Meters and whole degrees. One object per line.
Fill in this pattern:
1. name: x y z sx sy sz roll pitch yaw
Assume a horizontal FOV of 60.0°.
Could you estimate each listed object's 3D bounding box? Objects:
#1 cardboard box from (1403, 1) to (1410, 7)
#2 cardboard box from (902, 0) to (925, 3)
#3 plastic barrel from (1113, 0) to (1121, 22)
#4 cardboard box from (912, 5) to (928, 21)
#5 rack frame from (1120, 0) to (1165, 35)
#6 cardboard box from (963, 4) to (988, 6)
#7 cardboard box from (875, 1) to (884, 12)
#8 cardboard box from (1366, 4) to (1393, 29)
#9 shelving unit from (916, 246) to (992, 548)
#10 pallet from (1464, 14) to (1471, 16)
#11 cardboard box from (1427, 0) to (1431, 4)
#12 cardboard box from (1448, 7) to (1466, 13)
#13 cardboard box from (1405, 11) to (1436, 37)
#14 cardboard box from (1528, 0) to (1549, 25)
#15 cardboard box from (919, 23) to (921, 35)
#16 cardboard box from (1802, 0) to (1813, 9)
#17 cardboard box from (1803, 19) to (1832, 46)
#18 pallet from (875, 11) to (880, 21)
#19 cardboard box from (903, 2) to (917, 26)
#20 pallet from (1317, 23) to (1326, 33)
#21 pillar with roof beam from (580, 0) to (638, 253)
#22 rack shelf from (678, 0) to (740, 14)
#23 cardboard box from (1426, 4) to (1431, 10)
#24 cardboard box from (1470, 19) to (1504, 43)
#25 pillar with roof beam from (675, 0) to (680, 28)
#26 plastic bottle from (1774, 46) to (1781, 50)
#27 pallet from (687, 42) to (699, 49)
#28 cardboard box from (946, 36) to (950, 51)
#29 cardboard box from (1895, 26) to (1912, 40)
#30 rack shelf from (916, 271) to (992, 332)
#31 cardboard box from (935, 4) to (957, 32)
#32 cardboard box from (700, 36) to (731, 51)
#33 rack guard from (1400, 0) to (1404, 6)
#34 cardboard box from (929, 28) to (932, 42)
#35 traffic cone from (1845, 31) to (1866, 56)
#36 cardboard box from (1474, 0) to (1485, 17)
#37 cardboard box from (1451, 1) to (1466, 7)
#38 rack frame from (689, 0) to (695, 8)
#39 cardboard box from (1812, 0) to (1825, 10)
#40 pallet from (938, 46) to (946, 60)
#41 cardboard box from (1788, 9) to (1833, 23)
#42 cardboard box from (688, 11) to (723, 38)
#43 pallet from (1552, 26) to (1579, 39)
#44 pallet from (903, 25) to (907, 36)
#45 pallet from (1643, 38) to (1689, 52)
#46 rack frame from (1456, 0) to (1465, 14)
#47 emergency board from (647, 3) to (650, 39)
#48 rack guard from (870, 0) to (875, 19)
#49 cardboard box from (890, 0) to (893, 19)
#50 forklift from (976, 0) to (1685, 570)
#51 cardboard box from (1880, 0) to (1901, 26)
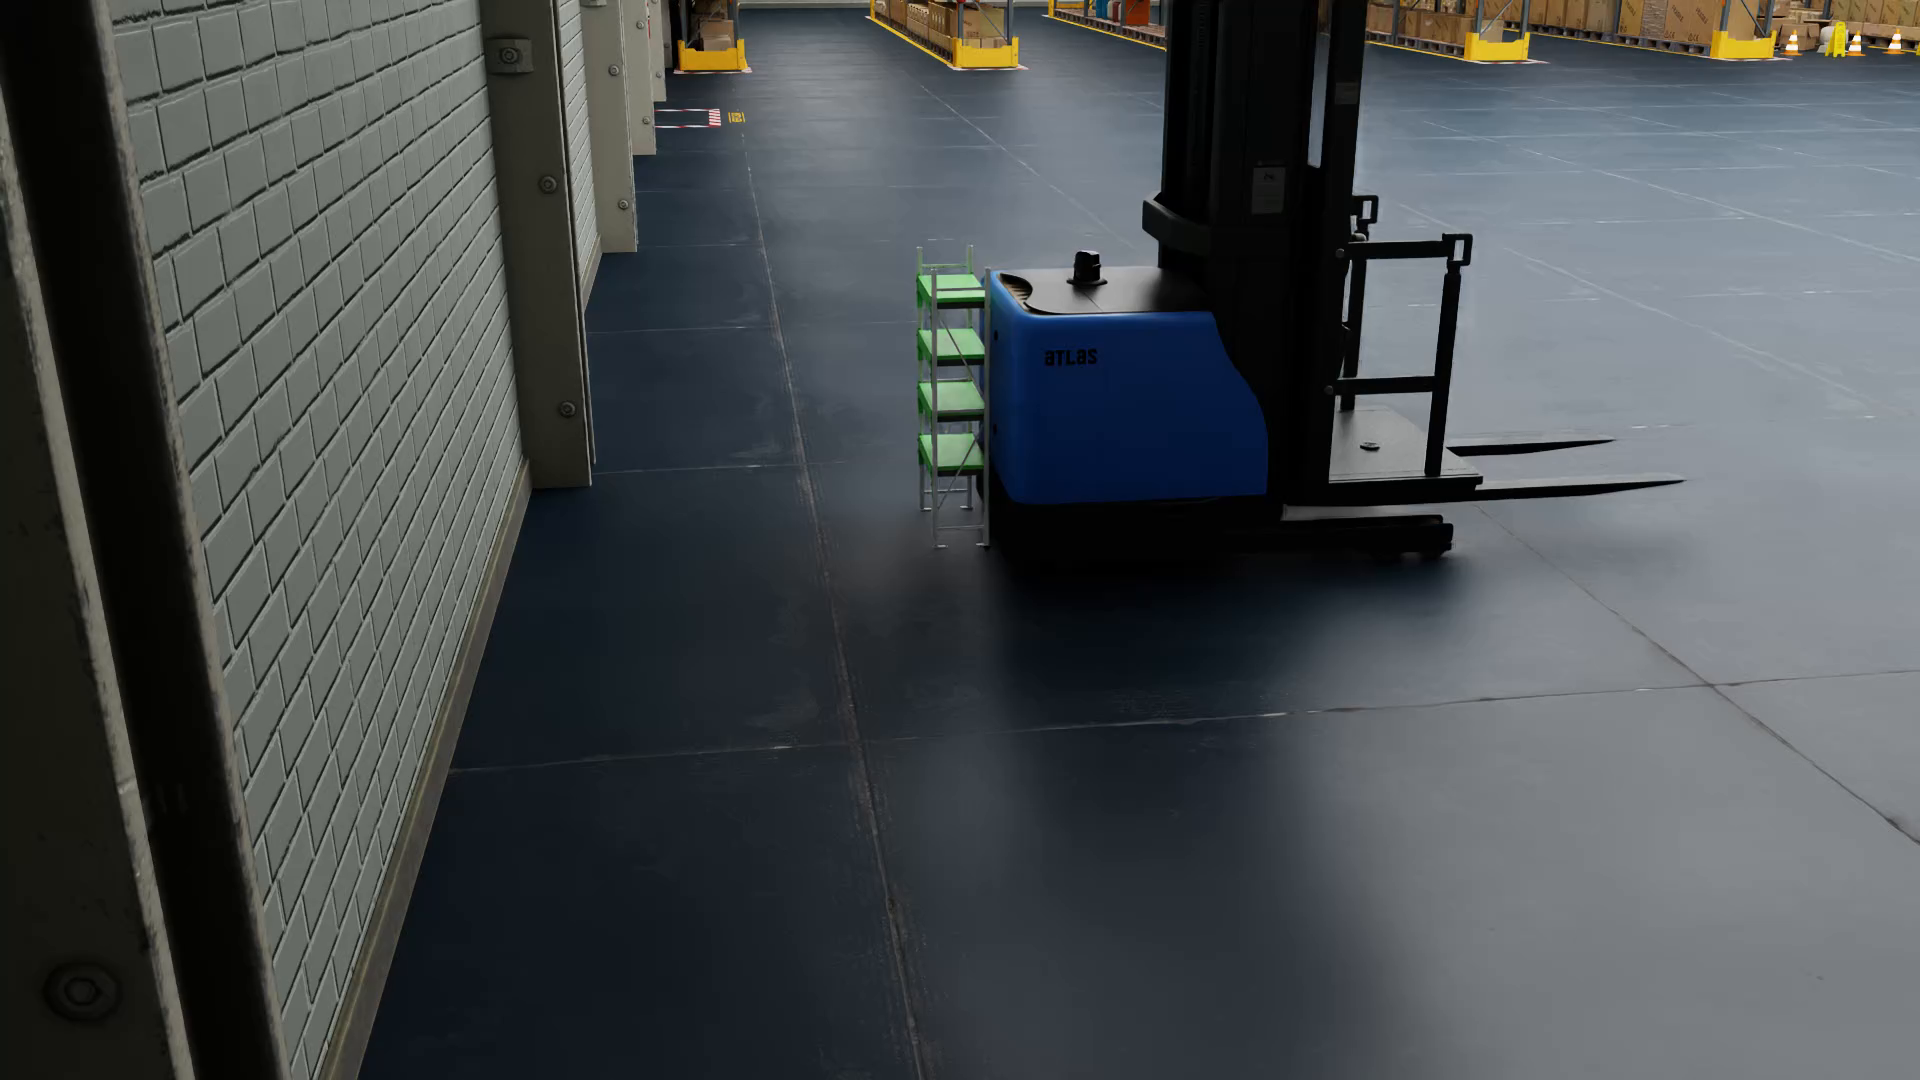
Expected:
1. cardboard box: 12.641 -15.001 46.568 0.380 0.149 0.250 -2 21 -7
2. cardboard box: -1.070 -12.572 38.461 0.500 0.250 0.500 -2 21 -6
3. plastic barrel: 3.961 -12.729 39.857 0.600 0.588 0.708 -3 21 -8
4. cardboard box: -0.751 -11.471 36.171 0.500 0.311 0.500 -3 21 -9
5. rack frame: 4.211 -13.103 38.011 1.000 3.000 0.127 -3 21 -8
6. cardboard box: 0.305 -10.233 32.585 0.500 0.500 0.500 -3 21 -8
7. cardboard box: -1.974 -14.166 44.160 0.500 0.250 0.500 -3 21 -8
8. cardboard box: 9.410 -11.769 37.385 0.700 0.500 0.500 -1 21 -3
9. shelving unit: -0.031 -0.619 7.159 0.258 1.200 0.503 -3 21 -8
10. pallet: 13.572 -13.377 42.730 1.003 0.211 1.213 -3 21 -8
11. cardboard box: 12.952 -14.693 45.317 0.380 0.149 0.250 -2 21 -5
12. cardboard box: 13.065 -13.933 43.707 0.380 0.149 0.250 -3 21 -7
13. cardboard box: 9.707 -10.853 34.959 0.500 0.500 0.500 -4 21 -9
14. cardboard box: 14.034 -12.495 38.999 1.050 0.750 0.750 -3 21 -8
15. cardboard box: -0.606 -10.859 35.334 0.500 0.250 0.500 -2 21 -7
16. cardboard box: 23.392 -14.667 45.441 0.500 0.311 0.500 -2 21 -6
17. cardboard box: 18.303 -10.858 35.570 0.500 0.500 0.500 12 24 30
18. pallet: -1.717 -14.015 44.440 1.003 0.211 1.213 -3 21 -8
19. cardboard box: -1.058 -12.201 38.541 0.500 0.500 0.500 -2 21 -6
20. pallet: 9.073 -12.323 39.909 1.003 0.211 1.213 -3 21 -8
21. pillar with roof beam: 1.459 -6.827 12.635 9.100 9.000 0.400 -3 21 -8
22. rack shelf: -4.728 -10.189 31.237 1.077 0.370 4.000 -3 21 -8
23. cardboard box: 12.877 -14.466 45.136 0.380 0.149 0.250 -3 21 -8
24. cardboard box: 10.192 -9.826 32.209 0.500 0.500 0.500 1 20 2
25. pillar with roof beam: -2.866 -17.214 40.445 9.100 9.000 0.400 -3 21 -8
26. plastic bottle: 16.766 -10.150 34.305 0.133 0.061 0.283 -11 23 -26
27. pallet: -4.884 -9.681 32.835 1.003 0.211 1.213 -3 21 -8
28. cardboard box: 0.009 -9.336 31.256 0.500 0.250 0.500 -3 21 -8
29. cardboard box: 19.622 -10.437 34.204 0.500 0.250 0.500 -3 21 -8
30. rack shelf: -0.031 -1.009 7.013 0.258 0.148 0.480 -3 21 -8
31. cardboard box: -0.213 -10.207 32.515 0.500 0.500 0.500 -3 21 -8
32. cardboard box: -4.450 -9.024 30.304 0.500 0.311 0.500 -5 21 -14
33. rack guard: 12.893 -15.140 47.039 1.175 0.500 0.348 -3 21 -8
34. cardboard box: -0.348 -10.202 33.574 0.500 0.250 0.500 -3 21 -8
35. traffic cone: 17.684 -9.804 32.805 0.336 0.463 0.334 -3 21 -8
36. cardboard box: 13.381 -13.526 42.117 0.500 0.500 0.500 -2 21 -5
37. cardboard box: 13.099 -14.046 43.586 0.380 0.149 0.250 -3 21 -7
38. rack frame: -6.169 -13.988 40.381 1.000 3.000 0.127 -3 21 -8
39. cardboard box: 23.101 -14.336 44.285 0.500 0.500 0.500 -2 21 -5
40. pallet: 0.138 -9.462 32.249 1.003 0.211 1.213 -3 21 -8
41. cardboard box: 19.310 -11.863 37.848 0.950 0.372 0.625 -2 21 -4
42. cardboard box: -5.263 -10.684 34.478 0.700 0.500 0.500 -3 21 -9
43. pallet: 14.247 -11.563 37.874 1.003 0.211 1.213 -3 21 -8
44. pallet: -0.761 -11.808 38.530 1.003 0.211 1.213 -3 21 -8
45. pallet: 14.823 -10.186 34.187 1.003 0.211 1.213 -3 21 -8
46. rack frame: 13.458 -14.953 42.964 1.000 3.000 0.127 -3 21 -8
47. emergency board: -4.213 -7.097 21.931 0.194 1.169 0.643 -3 21 -8
48. rack guard: -1.833 -14.427 45.128 1.175 0.500 0.348 -3 21 -8
49. cardboard box: -1.439 -13.095 40.932 0.500 0.500 0.500 -4 21 -10
50. forklift: 1.633 -1.468 6.957 3.031 2.935 1.130 -3 21 -8
51. cardboard box: 19.554 -10.962 34.538 0.500 0.500 0.500 -3 21 -9
